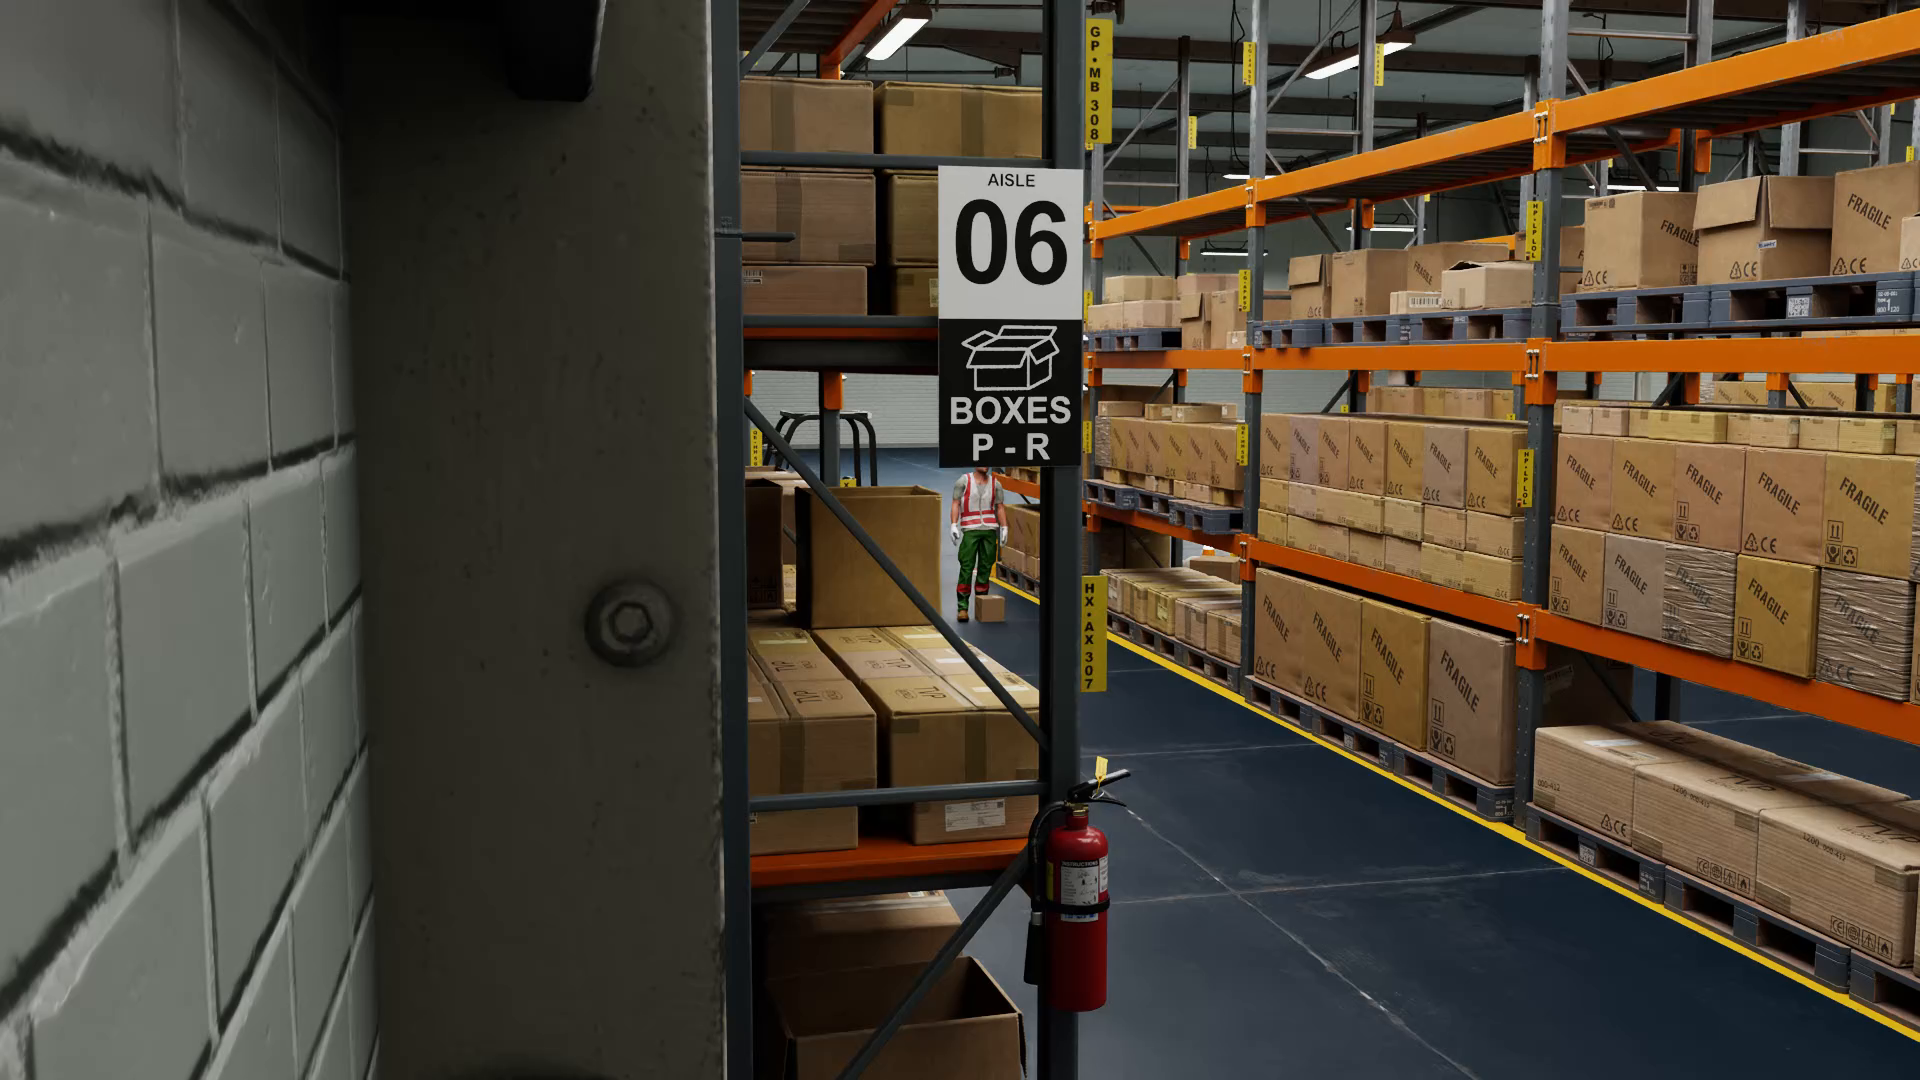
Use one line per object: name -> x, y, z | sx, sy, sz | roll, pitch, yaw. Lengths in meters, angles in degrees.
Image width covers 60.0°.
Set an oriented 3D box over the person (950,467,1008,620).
person -> 0.218, -0.070, 17.582 | 0.638, 1.790, 0.561 | -2, 6, -15
